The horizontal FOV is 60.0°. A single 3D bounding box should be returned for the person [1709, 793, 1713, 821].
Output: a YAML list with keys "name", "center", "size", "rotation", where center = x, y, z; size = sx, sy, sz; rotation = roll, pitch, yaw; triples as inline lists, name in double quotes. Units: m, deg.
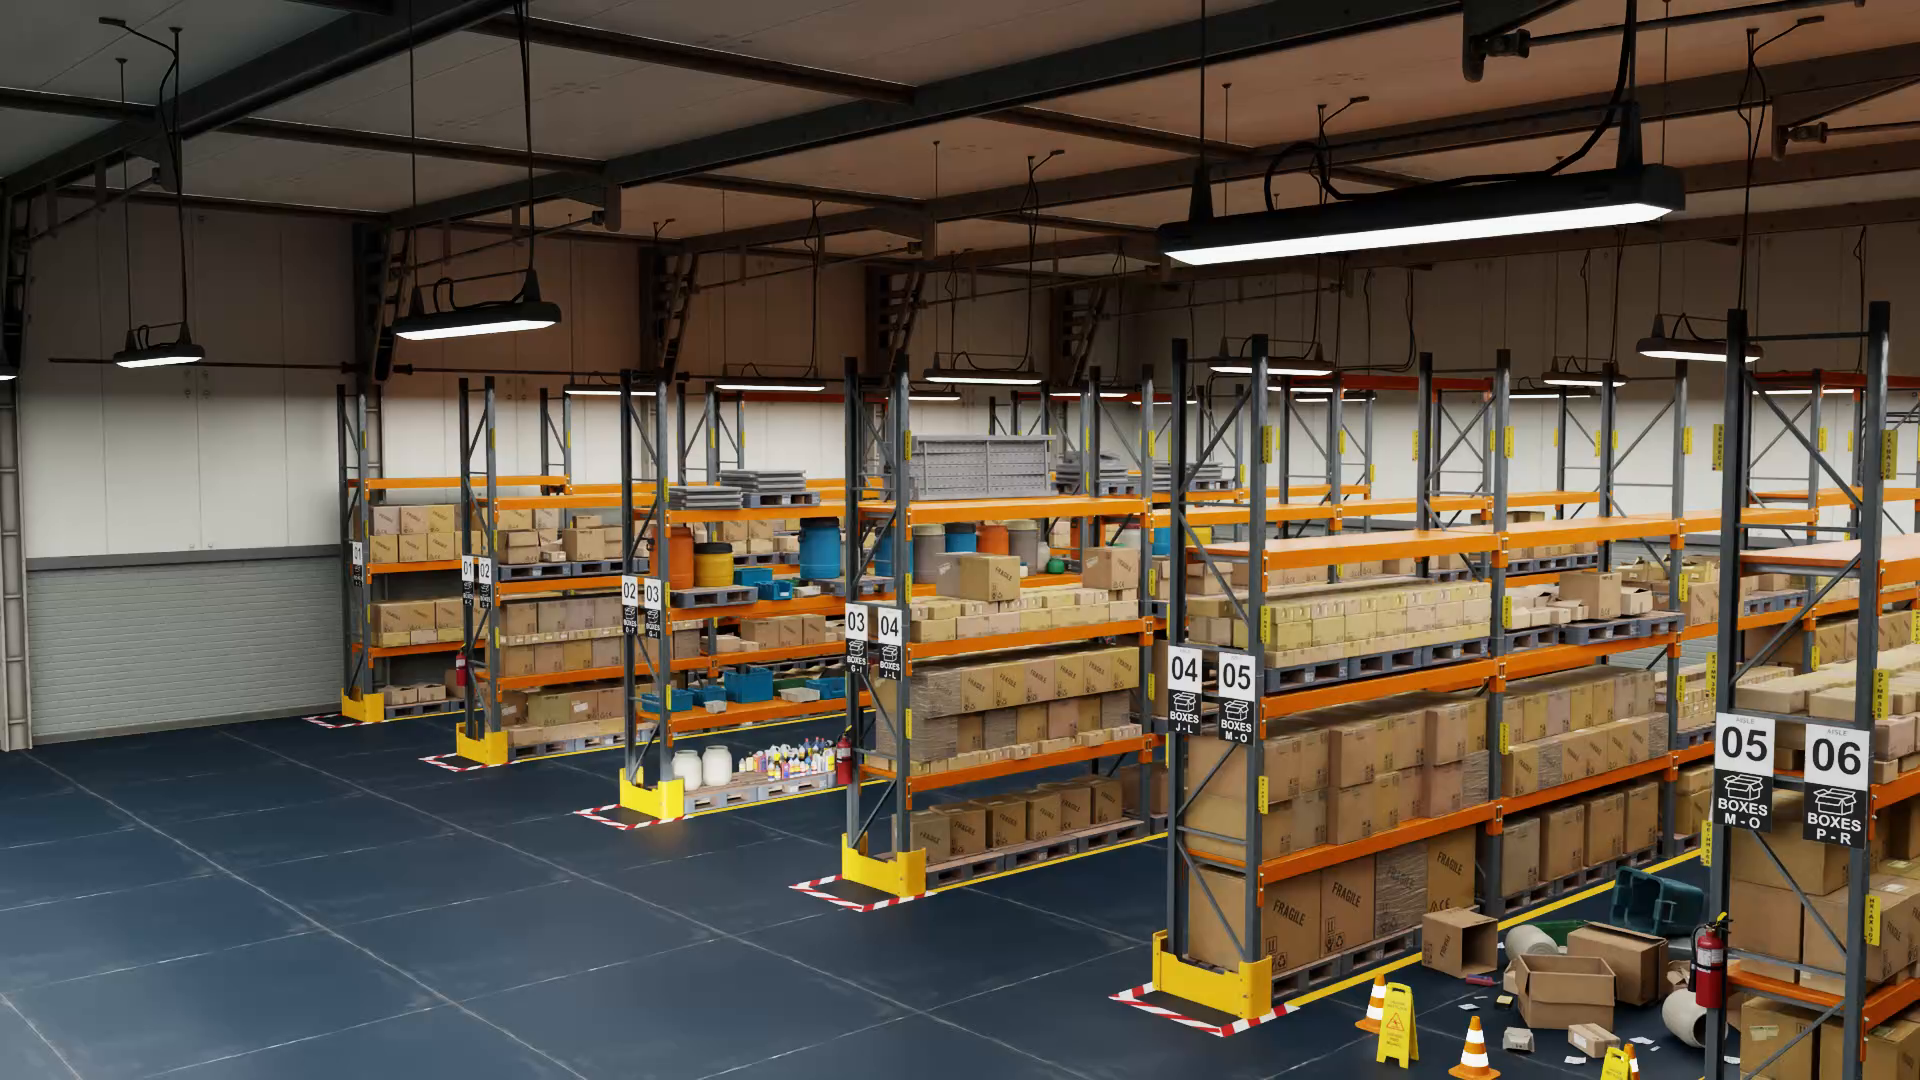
- name: "person"
  center: [8.448, 3.131, 18.246]
  size: [0.485, 1.674, 0.531]
  rotation: [1, 4, 13]
